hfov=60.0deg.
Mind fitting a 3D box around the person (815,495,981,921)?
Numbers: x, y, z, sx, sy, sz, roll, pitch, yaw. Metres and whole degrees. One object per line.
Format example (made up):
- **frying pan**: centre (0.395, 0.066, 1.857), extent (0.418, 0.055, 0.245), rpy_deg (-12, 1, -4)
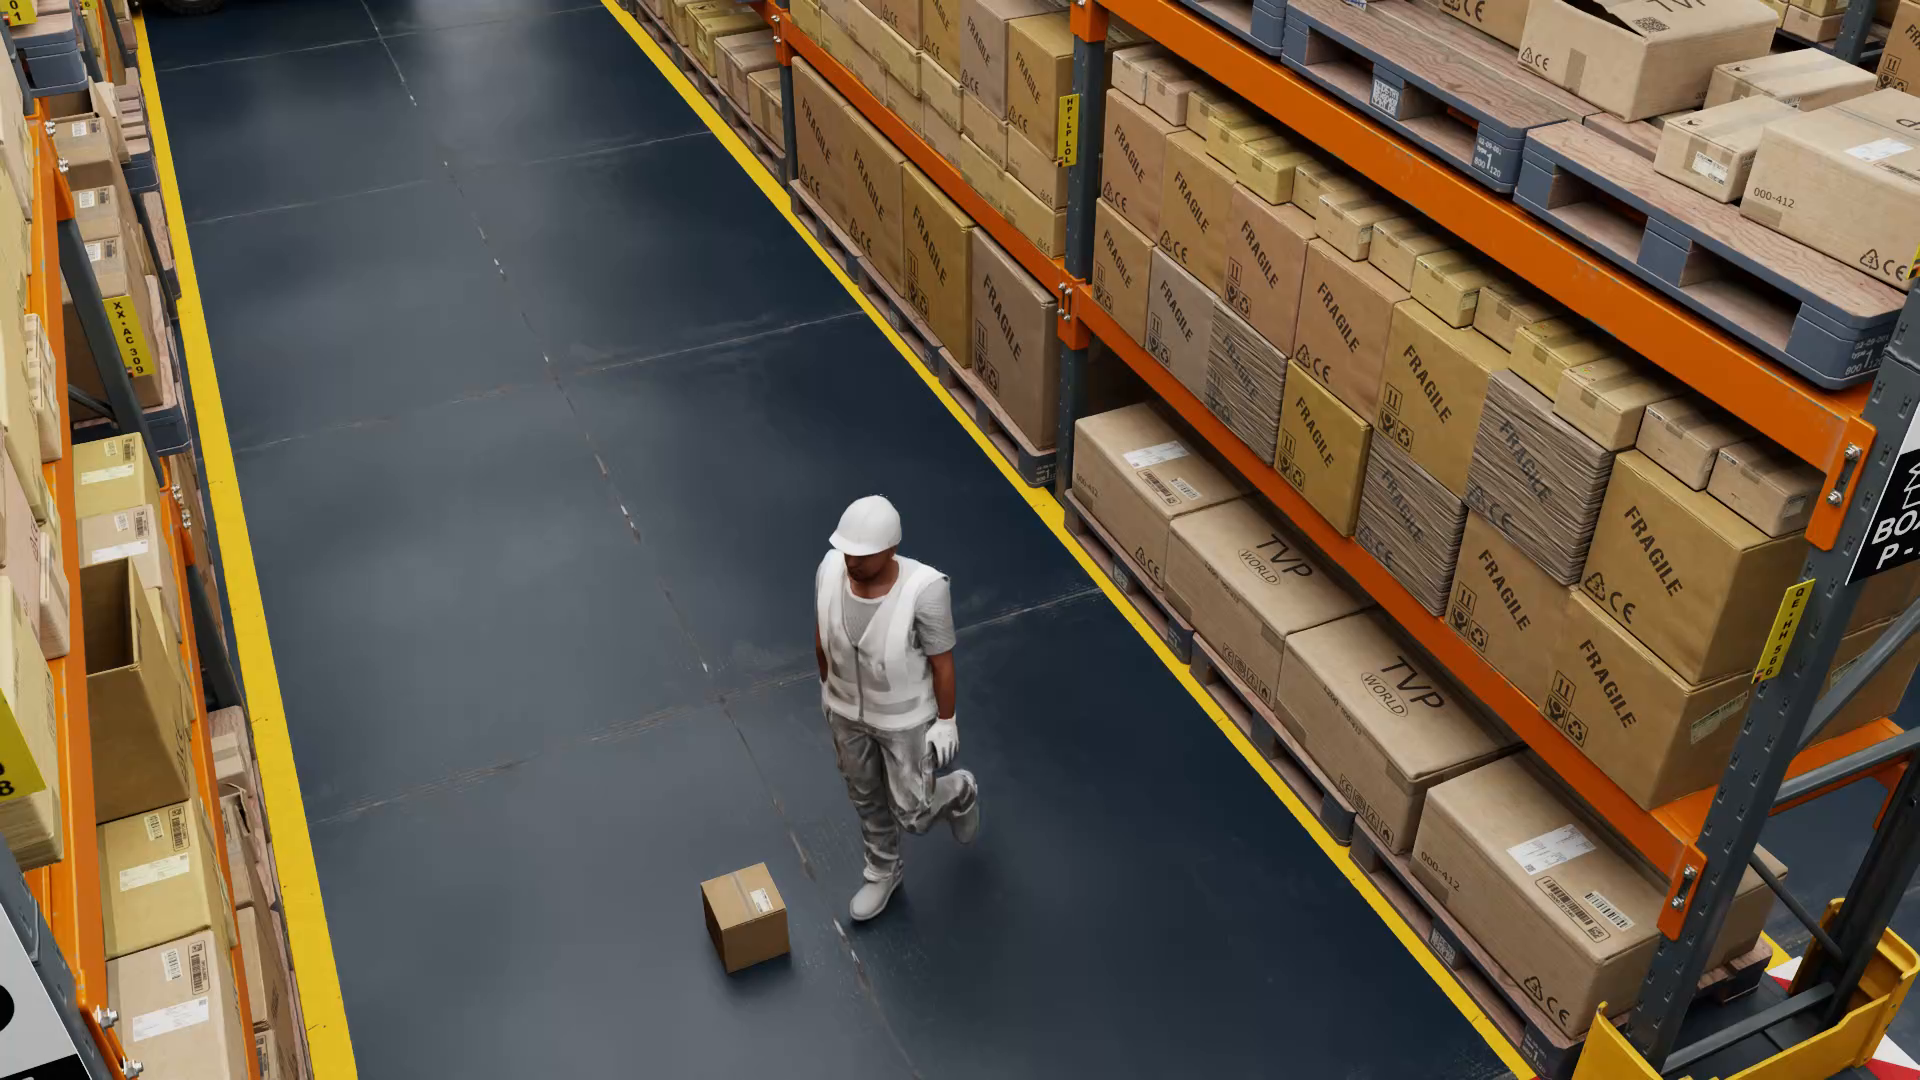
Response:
- **person**: centre (-0.262, 0.591, 6.038), extent (0.604, 1.783, 0.622), rpy_deg (17, 40, 22)
